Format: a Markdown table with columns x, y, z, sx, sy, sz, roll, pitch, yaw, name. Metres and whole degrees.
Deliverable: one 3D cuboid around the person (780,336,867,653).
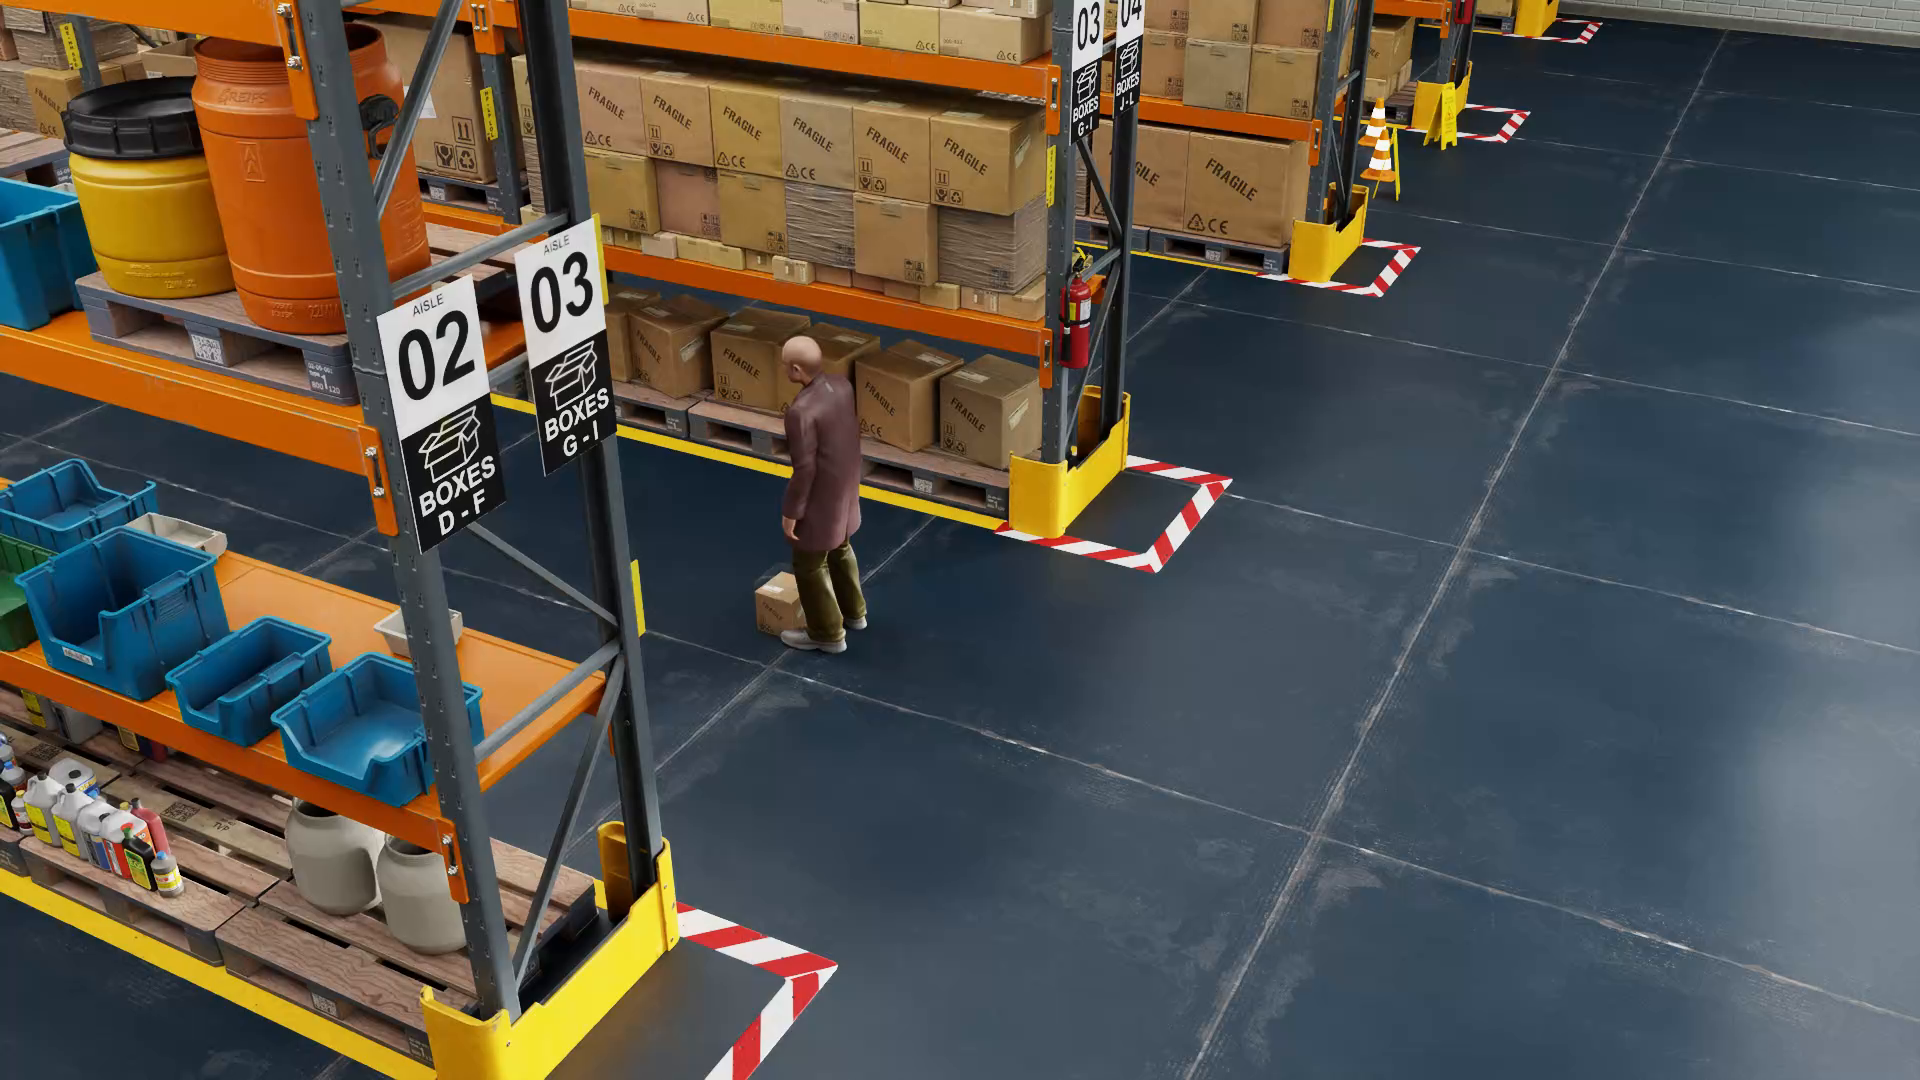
| x | y | z | sx | sy | sz | roll | pitch | yaw | name |
| --- | --- | --- | --- | --- | --- | --- | --- | --- | --- |
| -0.731 | -0.239 | 8.732 | 0.416 | 1.774 | 0.653 | 14 | 32 | 22 | person |
